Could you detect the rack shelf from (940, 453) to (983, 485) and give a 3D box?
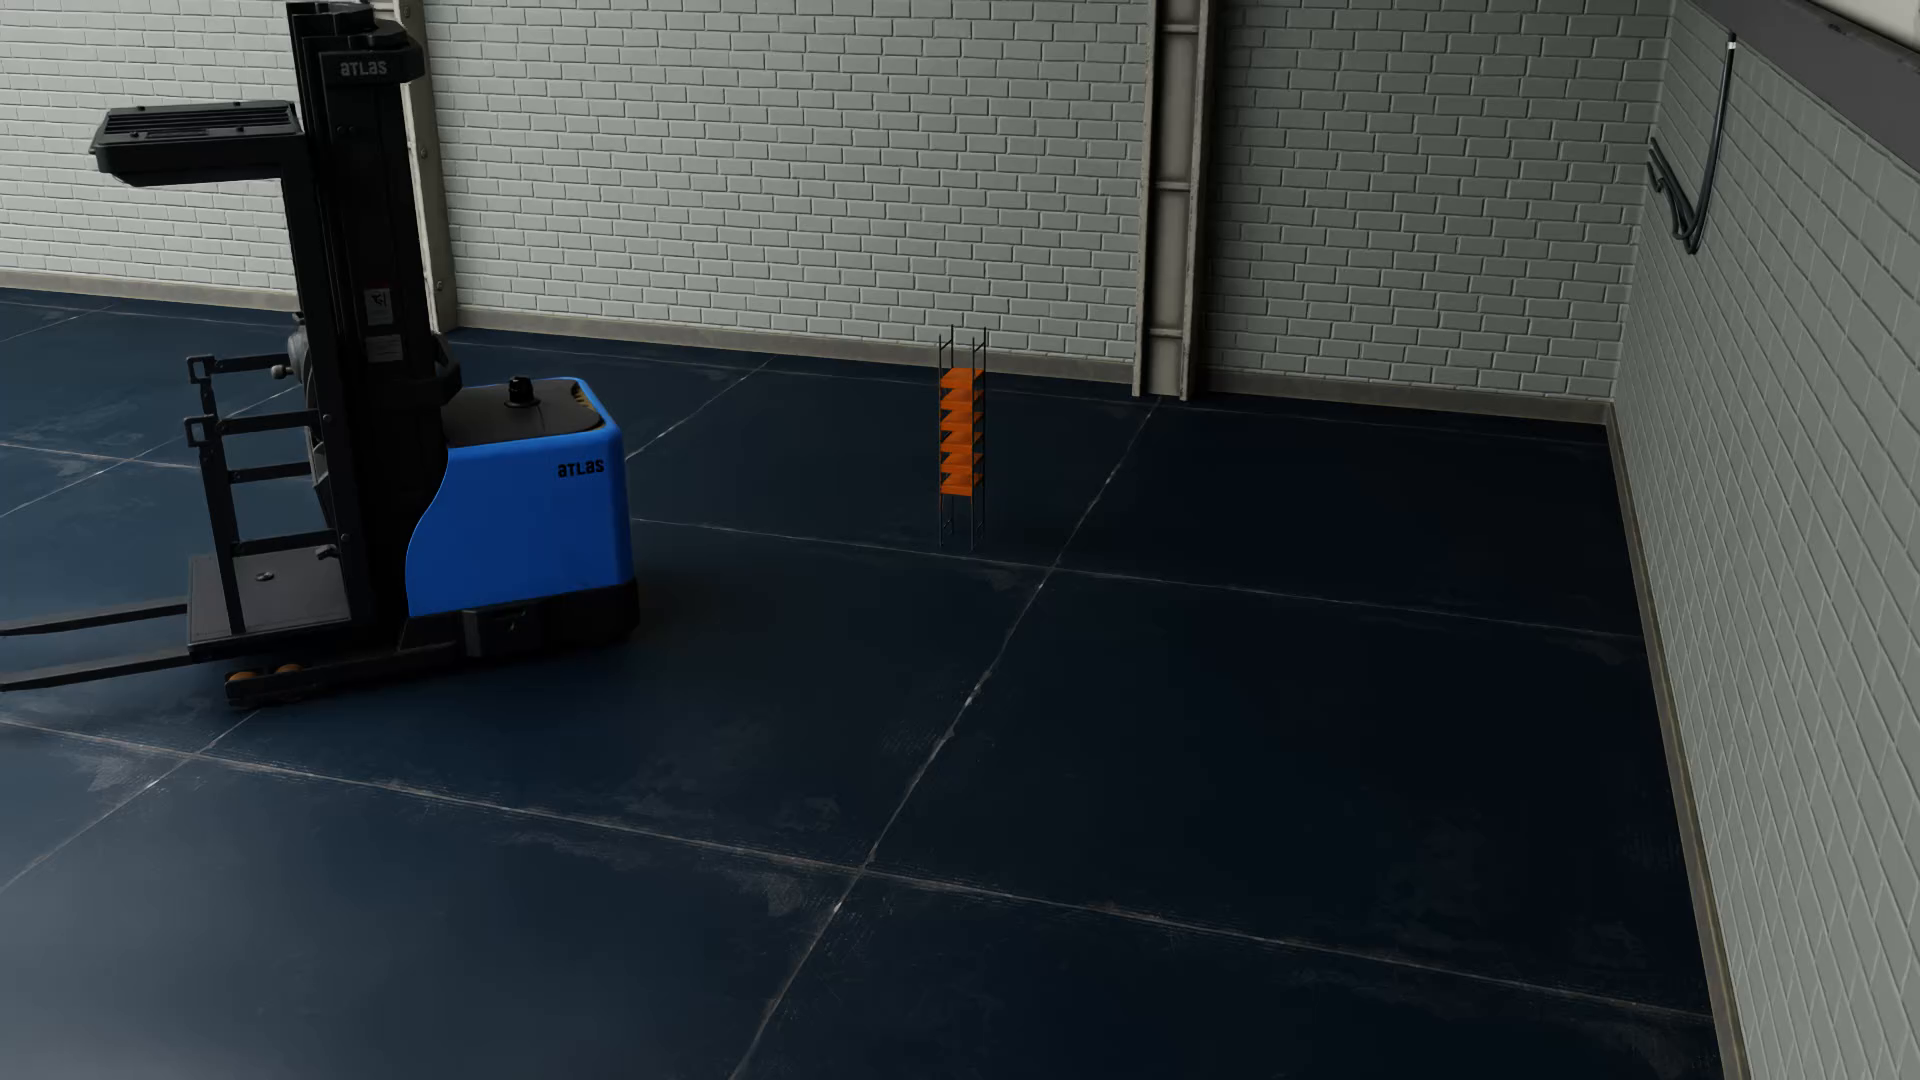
[{"bbox_3d":[0.014,-0.401,9.101,0.180,0.103,0.258,7,23,15],"label":"rack shelf"}]

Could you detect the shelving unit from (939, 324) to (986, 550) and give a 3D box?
[{"bbox_3d":[0.014,-0.554,9.038,0.189,1.200,0.258,7,23,15],"label":"shelving unit"}]

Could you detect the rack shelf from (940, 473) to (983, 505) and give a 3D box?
[{"bbox_3d":[0.014,-0.290,9.146,0.180,0.103,0.258,7,23,15],"label":"rack shelf"}]

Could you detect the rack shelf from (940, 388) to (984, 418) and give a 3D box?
[{"bbox_3d":[0.014,-0.734,8.964,0.180,0.103,0.258,7,23,15],"label":"rack shelf"}]

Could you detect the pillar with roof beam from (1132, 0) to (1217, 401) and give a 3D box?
[{"bbox_3d":[0.207,-3.654,6.320,0.400,9.000,9.100,7,23,16],"label":"pillar with roof beam"}]

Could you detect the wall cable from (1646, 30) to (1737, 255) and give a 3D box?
[{"bbox_3d":[3.889,-2.978,8.764,0.112,2.526,3.097,7,23,16],"label":"wall cable"}]

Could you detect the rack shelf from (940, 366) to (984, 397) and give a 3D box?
[{"bbox_3d":[0.014,-0.845,8.919,0.180,0.103,0.258,7,23,15],"label":"rack shelf"}]

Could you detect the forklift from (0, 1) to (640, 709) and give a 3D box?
[{"bbox_3d":[-3.125,-0.827,7.424,3.031,2.935,1.130,-9,24,-21],"label":"forklift"}]

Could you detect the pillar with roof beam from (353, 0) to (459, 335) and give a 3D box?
[{"bbox_3d":[-5.537,-4.312,7.924,0.400,9.000,9.100,7,23,16],"label":"pillar with roof beam"}]

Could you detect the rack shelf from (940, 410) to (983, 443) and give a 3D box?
[{"bbox_3d":[0.014,-0.623,9.010,0.180,0.103,0.258,7,23,15],"label":"rack shelf"}]

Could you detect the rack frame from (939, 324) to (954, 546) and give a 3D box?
[{"bbox_3d":[-0.074,-0.564,9.063,0.006,1.200,0.240,7,23,15],"label":"rack frame"}]

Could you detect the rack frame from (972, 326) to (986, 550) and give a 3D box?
[{"bbox_3d":[0.101,-0.543,9.014,0.006,1.200,0.240,7,23,15],"label":"rack frame"}]

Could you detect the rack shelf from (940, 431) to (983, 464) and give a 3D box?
[{"bbox_3d":[0.014,-0.512,9.055,0.180,0.103,0.258,7,23,15],"label":"rack shelf"}]
